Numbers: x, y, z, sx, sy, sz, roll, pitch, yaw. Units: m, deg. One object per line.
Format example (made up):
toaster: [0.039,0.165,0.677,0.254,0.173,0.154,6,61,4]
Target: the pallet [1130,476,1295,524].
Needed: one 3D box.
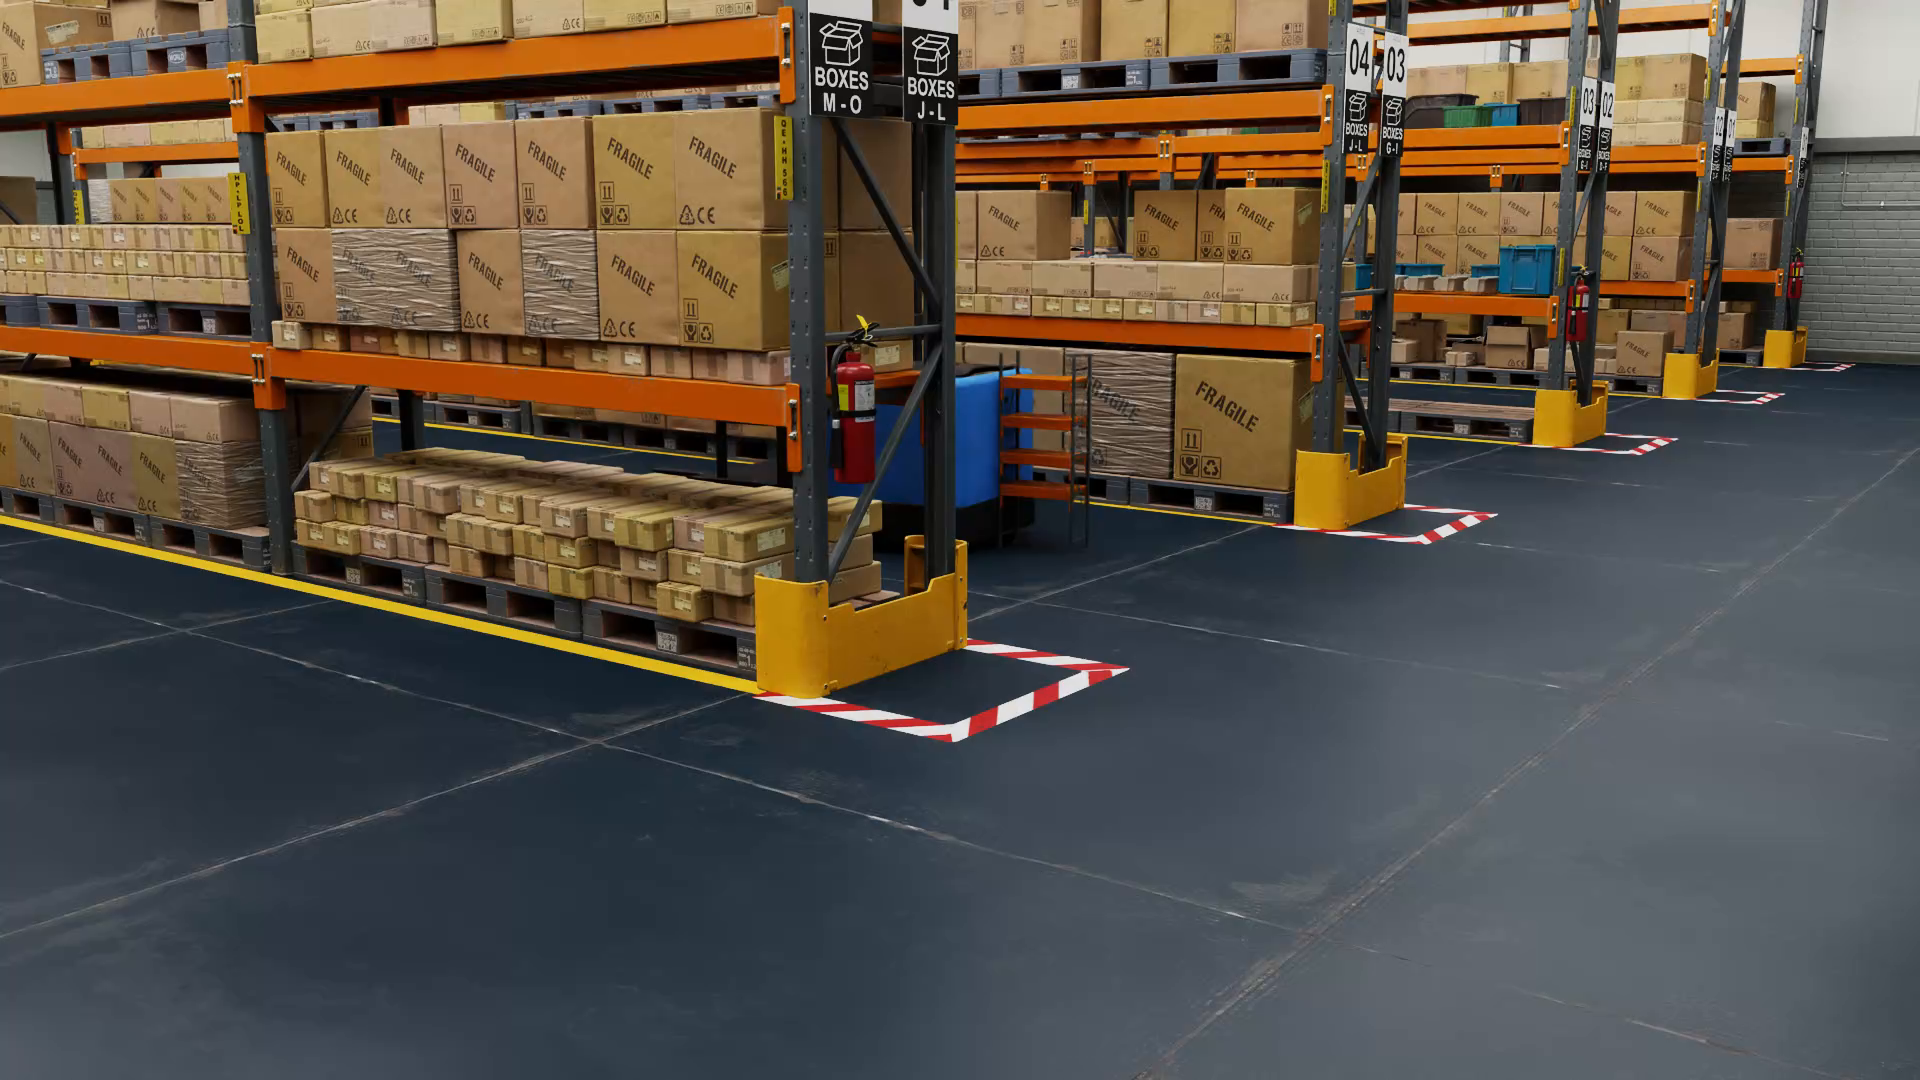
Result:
pallet: [1.964,-0.350,11.784,1.213,0.211,1.003,8,13,36]

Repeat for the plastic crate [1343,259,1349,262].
plastic crate: [3.484,-2.621,16.333,0.530,0.282,0.437,8,13,36]

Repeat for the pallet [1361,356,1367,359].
pallet: [4.620,-2.324,21.986,1.213,0.211,1.003,8,13,36]

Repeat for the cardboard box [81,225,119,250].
cardboard box: [-5.293,-1.910,10.495,0.250,0.149,0.380,8,13,35]

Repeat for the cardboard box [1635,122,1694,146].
cardboard box: [7.951,-4.574,18.773,0.500,0.250,0.500,8,13,36]

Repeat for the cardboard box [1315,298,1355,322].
cardboard box: [2.564,-1.608,11.608,0.250,0.149,0.380,8,14,36]

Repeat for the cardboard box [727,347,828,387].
cardboard box: [-0.792,-0.763,7.240,0.250,0.149,0.380,8,14,36]

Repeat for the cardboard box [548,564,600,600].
cardboard box: [-1.789,0.172,8.145,0.250,0.149,0.380,7,13,33]

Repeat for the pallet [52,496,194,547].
pallet: [-5.202,-0.198,11.000,1.213,0.211,1.003,8,13,36]

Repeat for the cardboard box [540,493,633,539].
cardboard box: [-1.812,-0.120,8.086,0.250,0.149,0.380,9,14,38]

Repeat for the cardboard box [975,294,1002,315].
cardboard box: [0.316,-1.767,12.425,0.250,0.149,0.380,8,13,35]

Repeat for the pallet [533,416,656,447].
pallet: [-3.202,-1.072,15.513,1.213,0.211,1.003,8,13,36]

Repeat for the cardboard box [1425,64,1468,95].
cardboard box: [6.031,-5.493,20.234,0.500,0.500,0.700,8,13,36]

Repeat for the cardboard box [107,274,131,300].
cardboard box: [-5.076,-1.586,10.388,0.250,0.149,0.380,9,14,38]

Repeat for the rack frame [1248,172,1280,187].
rack frame: [5.003,-4.816,27.525,0.127,3.000,1.000,8,13,36]

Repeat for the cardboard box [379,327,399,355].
cardboard box: [-2.838,-1.067,8.808,0.250,0.149,0.380,7,13,33]

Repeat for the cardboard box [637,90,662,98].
cardboard box: [-2.511,-4.128,14.702,0.500,0.500,0.500,9,14,39]

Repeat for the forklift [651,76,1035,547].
forklift: [-1.054,-1.543,10.787,3.031,2.935,1.130,6,13,29]

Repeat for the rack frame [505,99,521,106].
rack frame: [-3.793,-5.486,15.196,0.127,3.000,1.000,8,13,36]

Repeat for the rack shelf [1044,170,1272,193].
rack shelf: [3.391,-6.160,28.471,4.000,0.370,1.077,8,13,36]

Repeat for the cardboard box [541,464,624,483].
cardboard box: [-2.051,-0.306,9.049,0.250,0.149,0.380,7,13,34]

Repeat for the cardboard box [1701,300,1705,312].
cardboard box: [10.410,-3.292,23.418,0.250,0.149,0.380,8,14,37]

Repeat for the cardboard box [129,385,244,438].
cardboard box: [-4.743,-0.795,10.243,0.500,0.250,0.500,9,14,38]

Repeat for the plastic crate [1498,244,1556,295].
plastic crate: [5.206,-2.456,15.074,0.499,0.435,0.616,8,13,36]

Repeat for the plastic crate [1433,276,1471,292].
plastic crate: [4.597,-2.398,15.566,0.243,0.136,0.396,8,13,36]

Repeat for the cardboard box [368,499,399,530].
cardboard box: [-3.009,-0.169,9.125,0.250,0.149,0.380,8,13,35]

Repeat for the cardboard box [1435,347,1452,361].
cardboard box: [6.262,-2.370,21.230,0.250,0.149,0.380,8,13,36]

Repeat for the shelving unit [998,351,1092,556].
shelving unit: [0.515,-0.535,10.137,0.503,1.200,0.258,6,13,29]

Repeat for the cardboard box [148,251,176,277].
cardboard box: [-4.658,-1.674,10.060,0.250,0.149,0.380,7,13,34]

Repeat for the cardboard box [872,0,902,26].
cardboard box: [-0.573,-2.382,7.443,0.500,0.250,0.500,9,14,38]

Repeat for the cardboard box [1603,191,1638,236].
cardboard box: [7.592,-3.762,19.183,0.500,0.500,0.500,8,14,37]

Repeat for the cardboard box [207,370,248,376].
cardboard box: [-8.329,-2.142,19.178,0.500,0.500,0.500,7,13,31]

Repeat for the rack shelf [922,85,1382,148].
rack shelf: [1.043,-2.986,12.063,4.000,0.370,1.077,8,13,36]

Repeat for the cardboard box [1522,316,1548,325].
cardboard box: [8.769,-3.245,24.882,0.500,0.500,0.700,8,14,36]

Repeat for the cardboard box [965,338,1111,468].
cardboard box: [0.641,-1.066,12.633,0.875,0.875,0.875,8,13,36]

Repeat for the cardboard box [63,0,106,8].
cardboard box: [-5.908,-3.629,11.217,0.258,0.266,0.396,8,13,36]

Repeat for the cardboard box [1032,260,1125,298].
cardboard box: [0.866,-1.900,12.065,0.500,0.250,0.500,8,14,36]

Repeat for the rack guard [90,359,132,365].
rack guard: [-10.180,-2.204,20.608,0.348,0.500,1.175,8,13,36]

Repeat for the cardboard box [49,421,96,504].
cardboard box: [-5.568,-0.540,10.900,0.500,0.500,0.500,8,13,34]

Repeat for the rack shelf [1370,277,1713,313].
rack shelf: [6.910,-3.029,20.184,4.000,0.370,1.077,8,13,36]

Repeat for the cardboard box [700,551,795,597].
cardboard box: [-0.957,0.138,7.534,0.250,0.149,0.380,8,13,34]

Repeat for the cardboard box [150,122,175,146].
cardboard box: [-8.767,-4.574,18.776,0.500,0.250,0.500,8,14,37]

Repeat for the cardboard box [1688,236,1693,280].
cardboard box: [8.320,-3.297,19.411,0.500,0.500,0.500,8,14,37]

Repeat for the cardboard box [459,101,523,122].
cardboard box: [-4.321,-3.956,15.577,0.500,0.250,0.500,8,14,36]

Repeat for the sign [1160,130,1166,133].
sign: [2.035,-4.242,16.641,0.005,0.325,0.100,8,13,36]

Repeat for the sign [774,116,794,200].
sign: [-0.707,-1.534,6.683,0.005,0.325,0.100,8,13,36]

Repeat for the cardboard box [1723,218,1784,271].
cardboard box: [11.034,-4.119,23.136,0.700,0.700,0.980,9,14,38]

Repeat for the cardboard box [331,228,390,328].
cardboard box: [-2.933,-1.389,8.768,0.500,0.500,0.500,8,13,36]

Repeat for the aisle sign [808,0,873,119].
aisle sign: [-0.481,-2.116,6.724,0.004,0.787,0.394,8,13,36]
